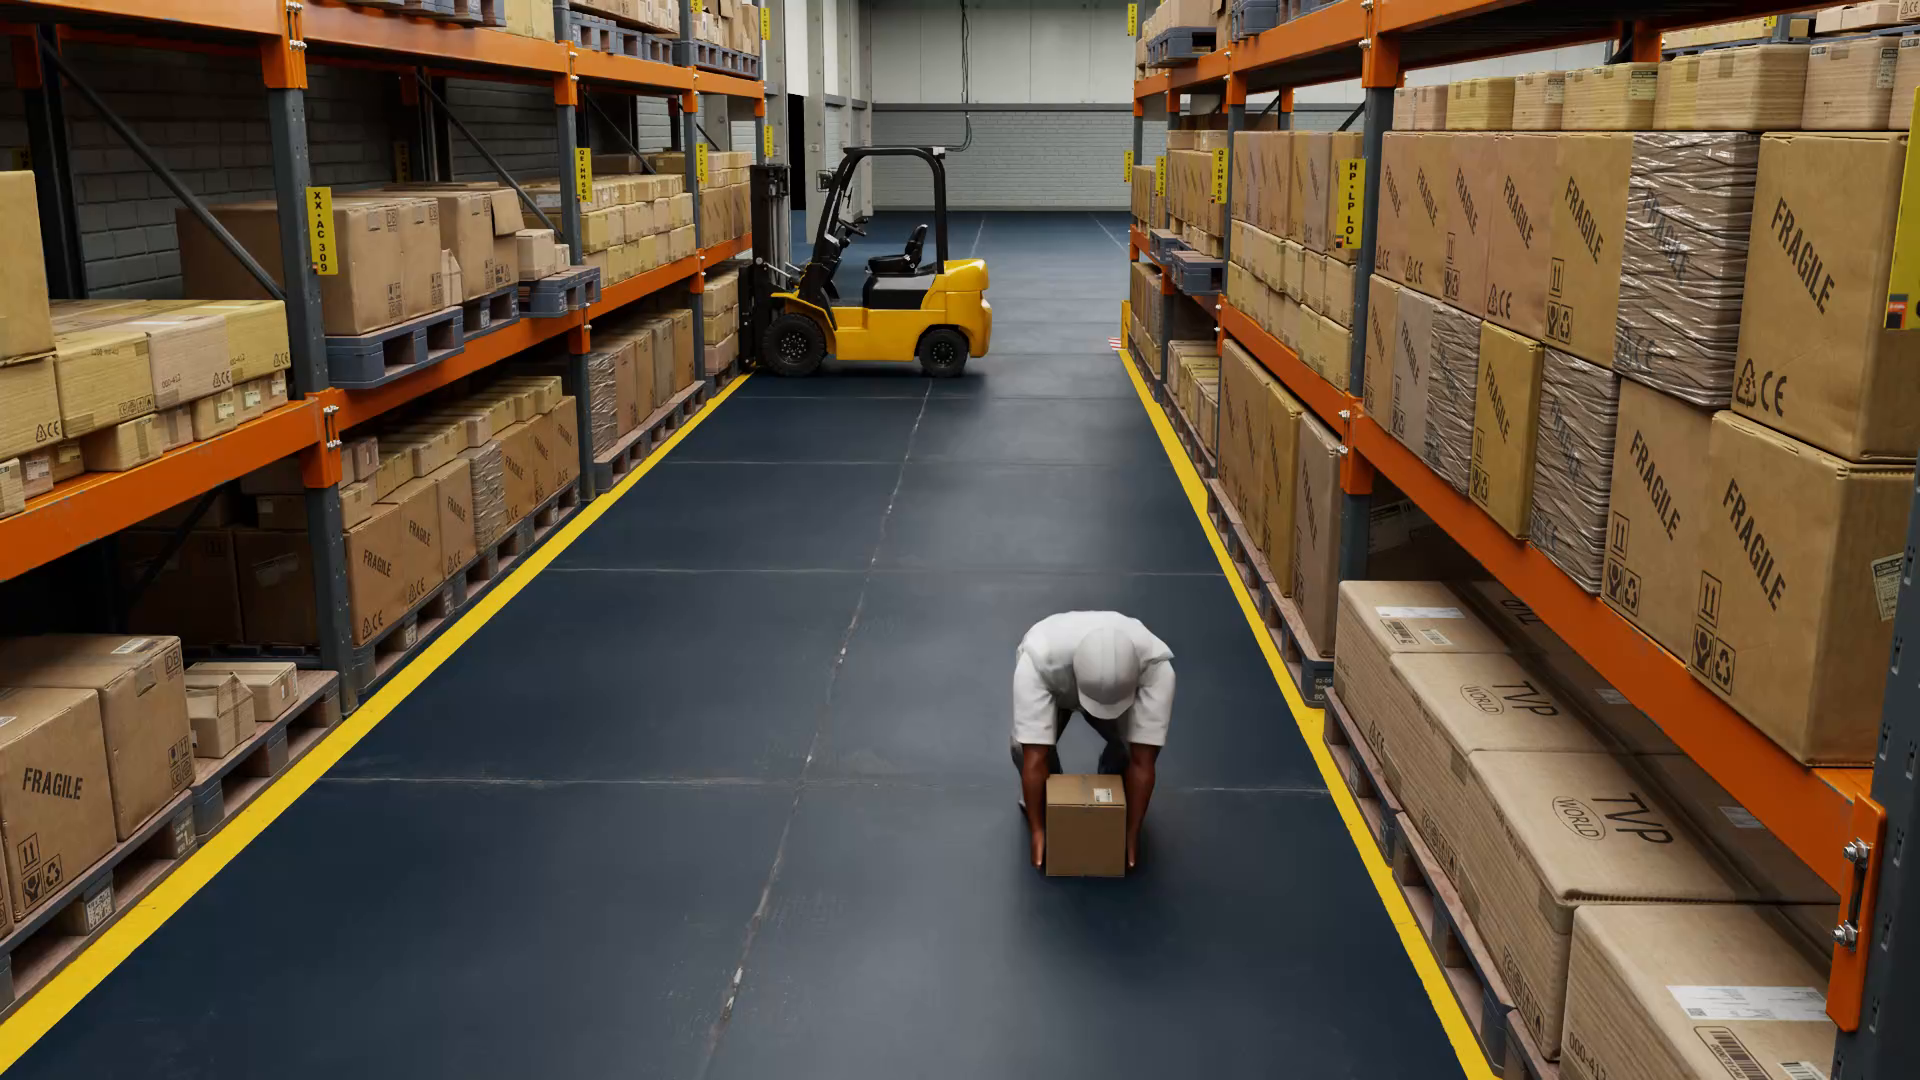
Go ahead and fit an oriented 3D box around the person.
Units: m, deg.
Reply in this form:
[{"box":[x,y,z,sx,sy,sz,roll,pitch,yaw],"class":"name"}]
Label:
[{"box":[0.440,0.624,5.626,0.542,0.896,0.928,0,14,1],"class":"person"}]
